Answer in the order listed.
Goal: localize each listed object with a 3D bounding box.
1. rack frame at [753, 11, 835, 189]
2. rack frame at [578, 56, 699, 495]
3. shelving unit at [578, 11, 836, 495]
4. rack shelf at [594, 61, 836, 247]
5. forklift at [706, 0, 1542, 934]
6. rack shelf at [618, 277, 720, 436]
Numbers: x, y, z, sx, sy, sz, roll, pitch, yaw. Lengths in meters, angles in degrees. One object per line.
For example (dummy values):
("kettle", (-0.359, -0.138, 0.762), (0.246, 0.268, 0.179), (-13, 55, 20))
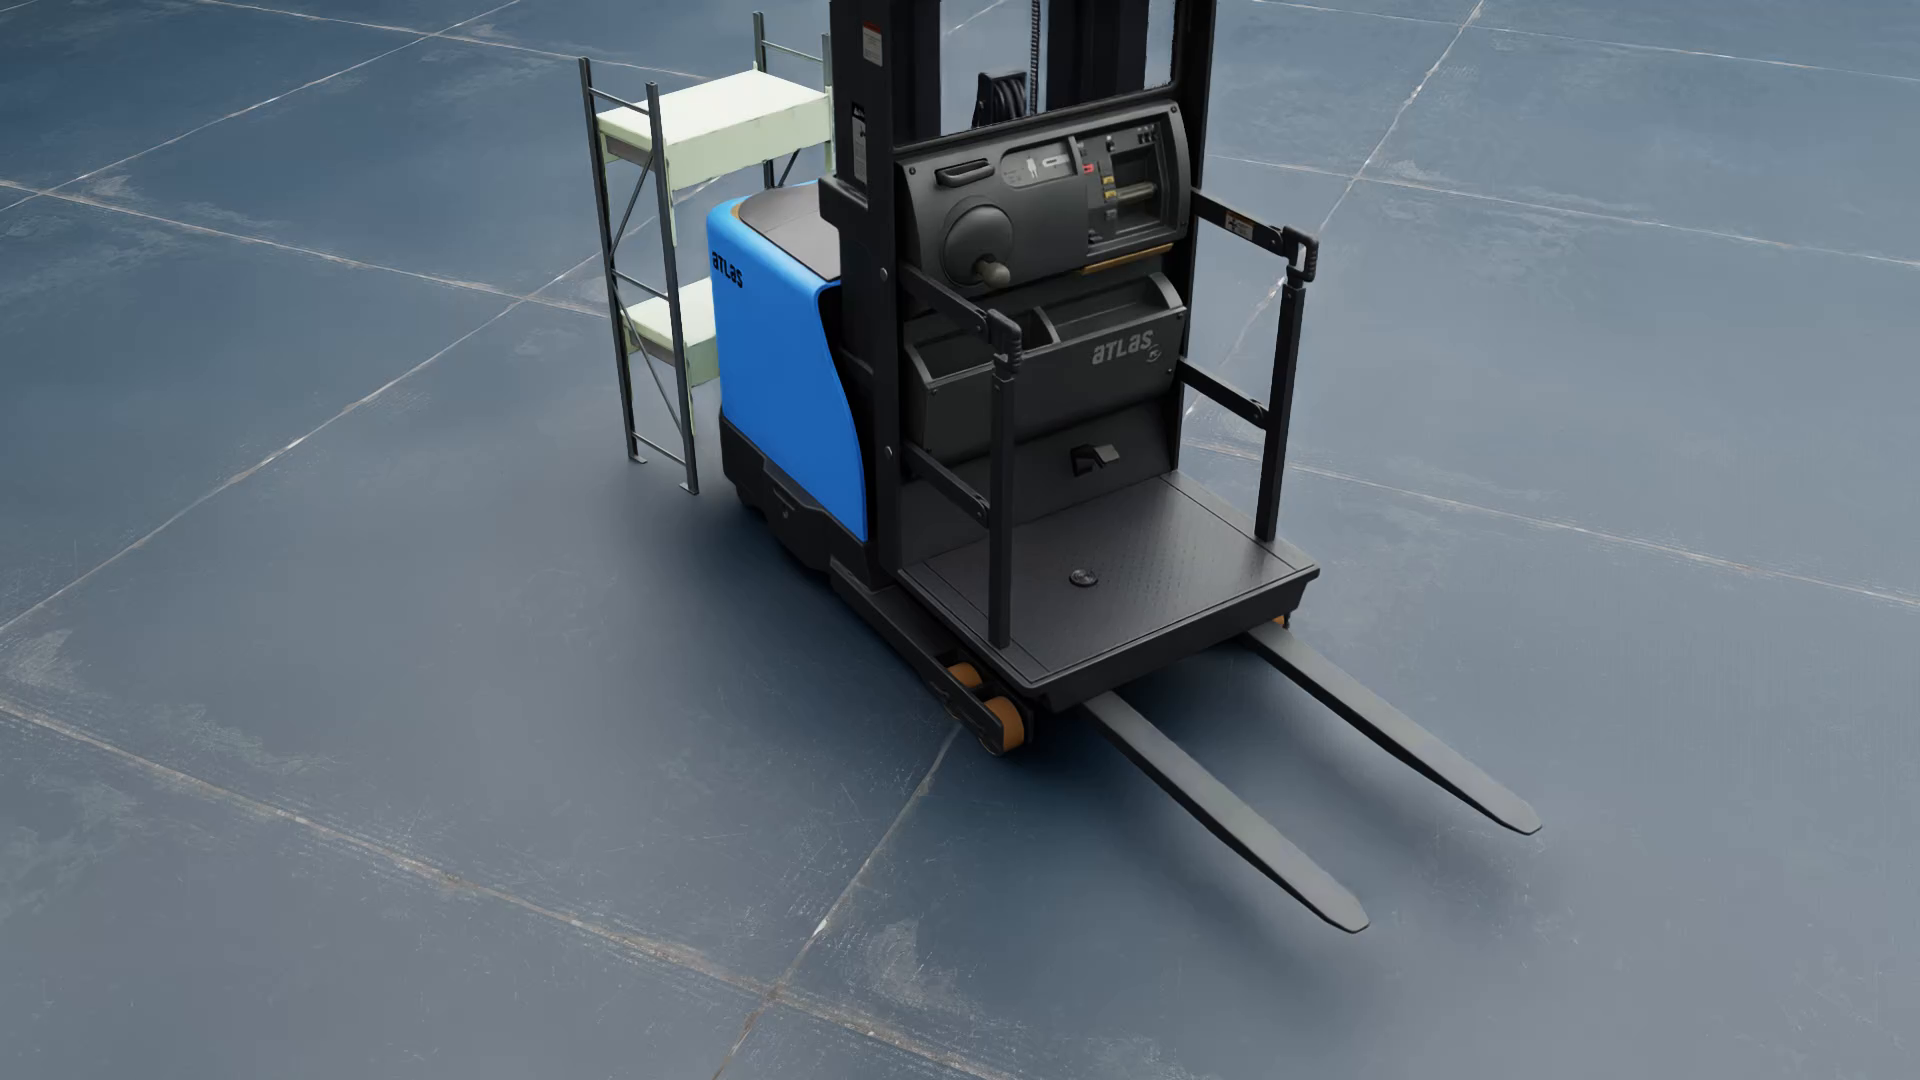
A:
("rack frame", (-0.579, -1.155, 6.144), (0.400, 1.500, 0.023), (28, 43, 36))
("rack frame", (-1.092, -0.869, 5.707), (0.400, 1.500, 0.023), (28, 43, 36))
("shelving unit", (-0.836, -1.012, 5.926), (0.431, 1.500, 0.755), (28, 43, 36))
("rack shelf", (-0.836, -1.338, 5.712), (0.431, 0.370, 0.720), (28, 43, 36))
("forklift", (0.375, -0.904, 4.456), (1.130, 2.935, 3.031), (-20, 38, -27))
("rack shelf", (-0.836, -0.739, 6.104), (0.431, 0.370, 0.720), (28, 43, 36))
